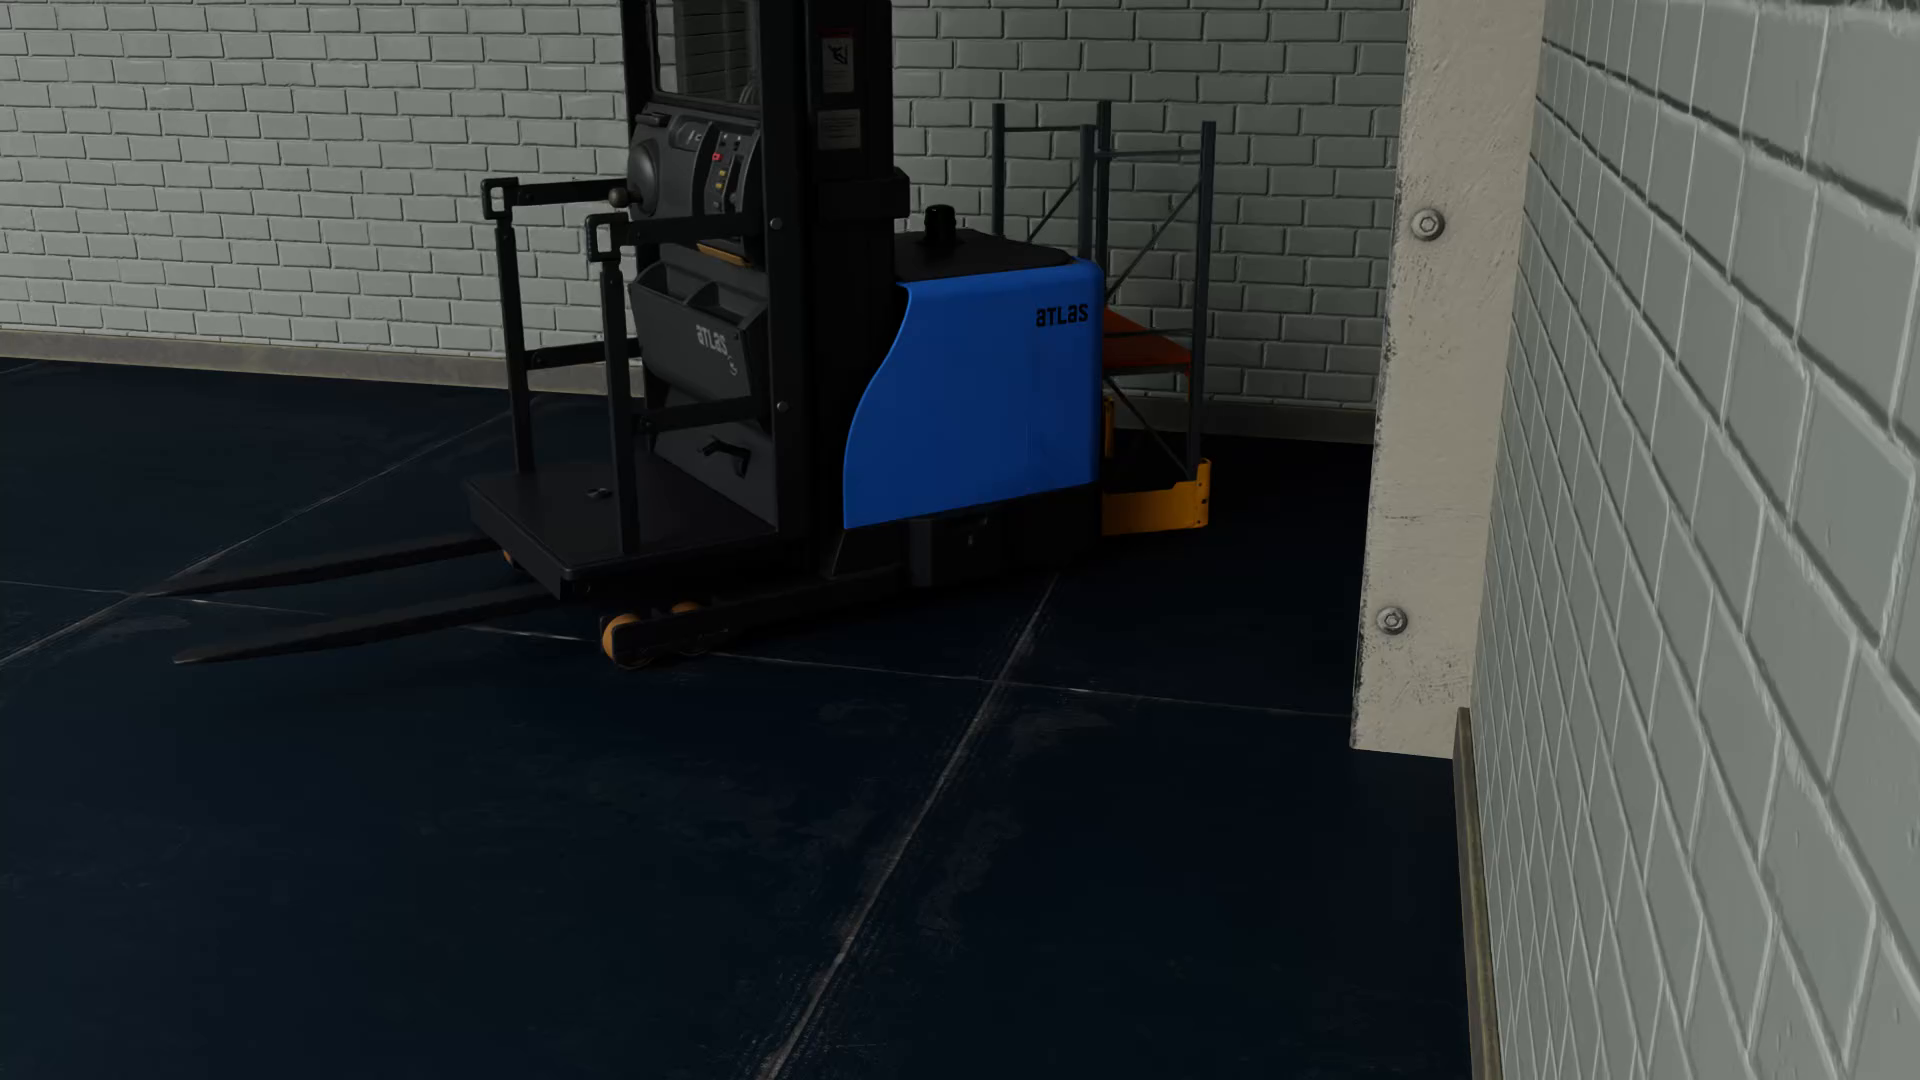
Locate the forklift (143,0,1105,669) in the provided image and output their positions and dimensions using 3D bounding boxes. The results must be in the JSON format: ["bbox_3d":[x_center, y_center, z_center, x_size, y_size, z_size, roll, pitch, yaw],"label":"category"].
[{"bbox_3d":[-1.019,-1.189,5.136,3.031,2.935,1.130,-11,22,-30],"label":"forklift"}]

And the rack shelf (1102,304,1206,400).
[{"bbox_3d":[0.518,-0.737,6.582,0.538,0.185,1.000,-5,20,-15],"label":"rack shelf"}]

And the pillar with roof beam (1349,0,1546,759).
[{"bbox_3d":[-2.916,-4.082,4.217,9.100,9.000,0.400,5,19,13],"label":"pillar with roof beam"}]

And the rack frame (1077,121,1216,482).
[{"bbox_3d":[0.661,-0.750,6.063,0.500,1.500,0.032,-5,20,-15],"label":"rack frame"}]

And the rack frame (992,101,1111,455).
[{"bbox_3d":[0.374,-1.065,6.986,0.500,1.500,0.032,-5,20,-15],"label":"rack frame"}]

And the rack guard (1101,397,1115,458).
[{"bbox_3d":[0.380,-0.468,7.170,0.587,0.250,0.087,-5,20,-15],"label":"rack guard"}]

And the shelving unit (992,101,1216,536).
[{"bbox_3d":[0.520,-0.905,6.516,0.587,1.500,1.083,-5,20,-15],"label":"shelving unit"}]

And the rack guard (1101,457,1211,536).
[{"bbox_3d":[0.661,-0.159,6.266,0.587,0.250,0.087,-5,20,-15],"label":"rack guard"}]
